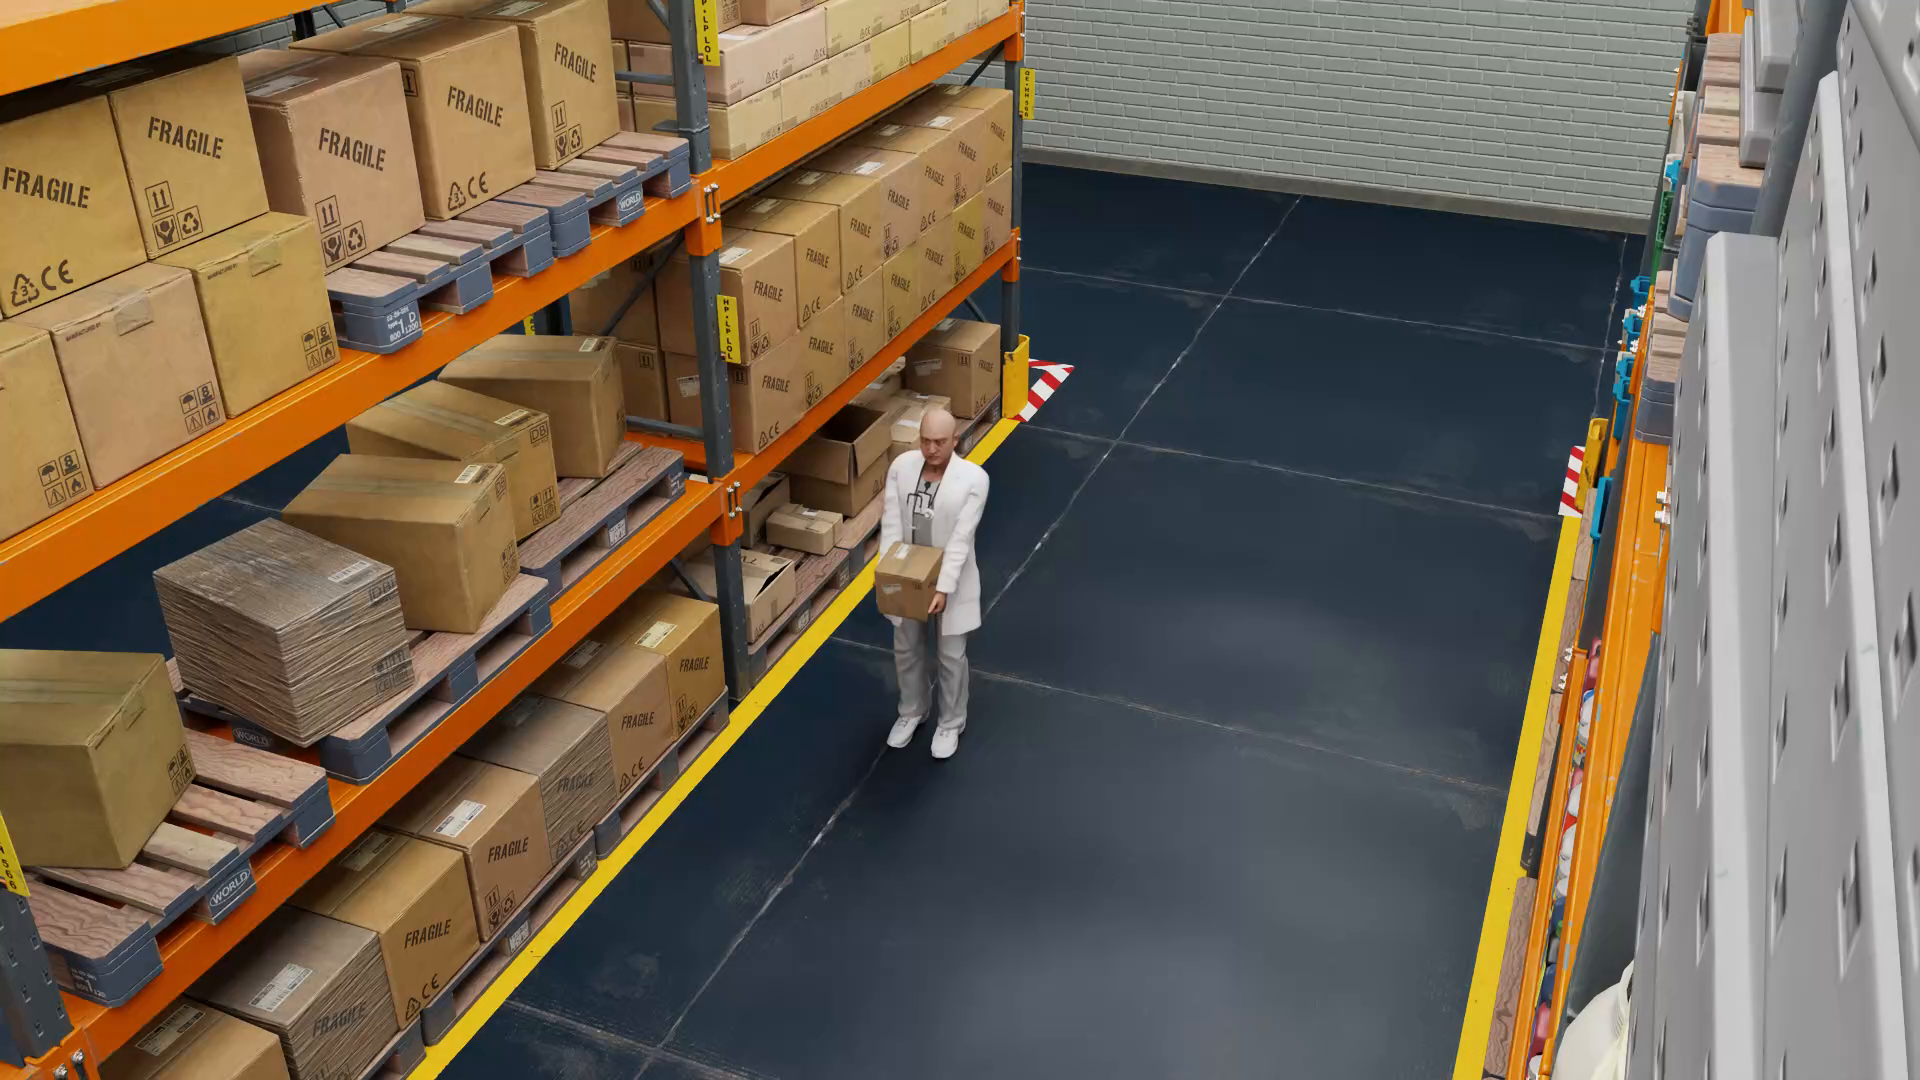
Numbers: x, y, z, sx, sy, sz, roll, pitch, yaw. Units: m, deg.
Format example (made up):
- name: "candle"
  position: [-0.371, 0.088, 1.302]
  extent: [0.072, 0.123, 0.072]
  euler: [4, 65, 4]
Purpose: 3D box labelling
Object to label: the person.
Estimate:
- name: "person"
  position: [-0.157, 0.235, 8.004]
  extent: [0.523, 1.780, 0.558]
  euler: [11, 31, 19]
